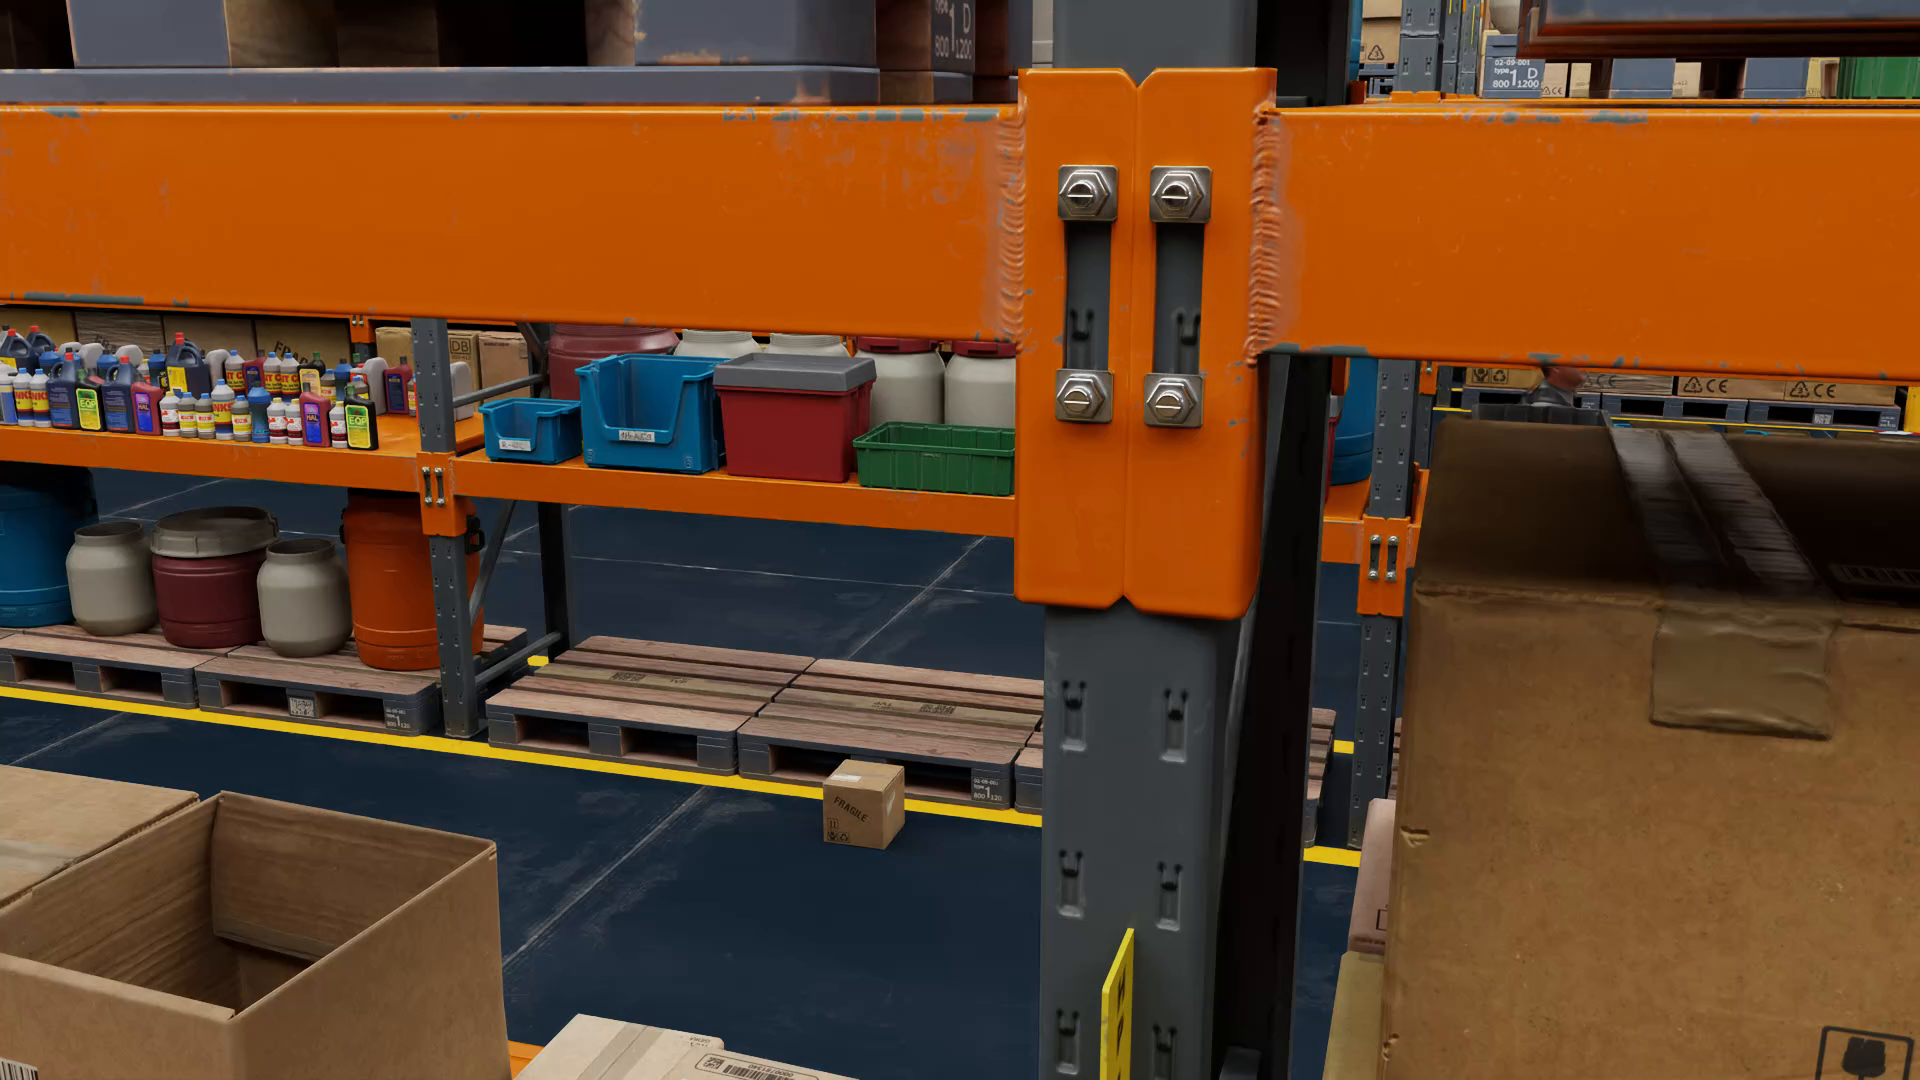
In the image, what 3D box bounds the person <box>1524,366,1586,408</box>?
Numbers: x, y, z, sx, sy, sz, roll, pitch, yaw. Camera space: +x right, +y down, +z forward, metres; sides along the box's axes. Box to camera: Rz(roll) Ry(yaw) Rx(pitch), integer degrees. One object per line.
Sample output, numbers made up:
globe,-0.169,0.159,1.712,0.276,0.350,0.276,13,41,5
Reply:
person,2.902,-0.126,7.999,0.924,1.703,0.539,4,15,13
